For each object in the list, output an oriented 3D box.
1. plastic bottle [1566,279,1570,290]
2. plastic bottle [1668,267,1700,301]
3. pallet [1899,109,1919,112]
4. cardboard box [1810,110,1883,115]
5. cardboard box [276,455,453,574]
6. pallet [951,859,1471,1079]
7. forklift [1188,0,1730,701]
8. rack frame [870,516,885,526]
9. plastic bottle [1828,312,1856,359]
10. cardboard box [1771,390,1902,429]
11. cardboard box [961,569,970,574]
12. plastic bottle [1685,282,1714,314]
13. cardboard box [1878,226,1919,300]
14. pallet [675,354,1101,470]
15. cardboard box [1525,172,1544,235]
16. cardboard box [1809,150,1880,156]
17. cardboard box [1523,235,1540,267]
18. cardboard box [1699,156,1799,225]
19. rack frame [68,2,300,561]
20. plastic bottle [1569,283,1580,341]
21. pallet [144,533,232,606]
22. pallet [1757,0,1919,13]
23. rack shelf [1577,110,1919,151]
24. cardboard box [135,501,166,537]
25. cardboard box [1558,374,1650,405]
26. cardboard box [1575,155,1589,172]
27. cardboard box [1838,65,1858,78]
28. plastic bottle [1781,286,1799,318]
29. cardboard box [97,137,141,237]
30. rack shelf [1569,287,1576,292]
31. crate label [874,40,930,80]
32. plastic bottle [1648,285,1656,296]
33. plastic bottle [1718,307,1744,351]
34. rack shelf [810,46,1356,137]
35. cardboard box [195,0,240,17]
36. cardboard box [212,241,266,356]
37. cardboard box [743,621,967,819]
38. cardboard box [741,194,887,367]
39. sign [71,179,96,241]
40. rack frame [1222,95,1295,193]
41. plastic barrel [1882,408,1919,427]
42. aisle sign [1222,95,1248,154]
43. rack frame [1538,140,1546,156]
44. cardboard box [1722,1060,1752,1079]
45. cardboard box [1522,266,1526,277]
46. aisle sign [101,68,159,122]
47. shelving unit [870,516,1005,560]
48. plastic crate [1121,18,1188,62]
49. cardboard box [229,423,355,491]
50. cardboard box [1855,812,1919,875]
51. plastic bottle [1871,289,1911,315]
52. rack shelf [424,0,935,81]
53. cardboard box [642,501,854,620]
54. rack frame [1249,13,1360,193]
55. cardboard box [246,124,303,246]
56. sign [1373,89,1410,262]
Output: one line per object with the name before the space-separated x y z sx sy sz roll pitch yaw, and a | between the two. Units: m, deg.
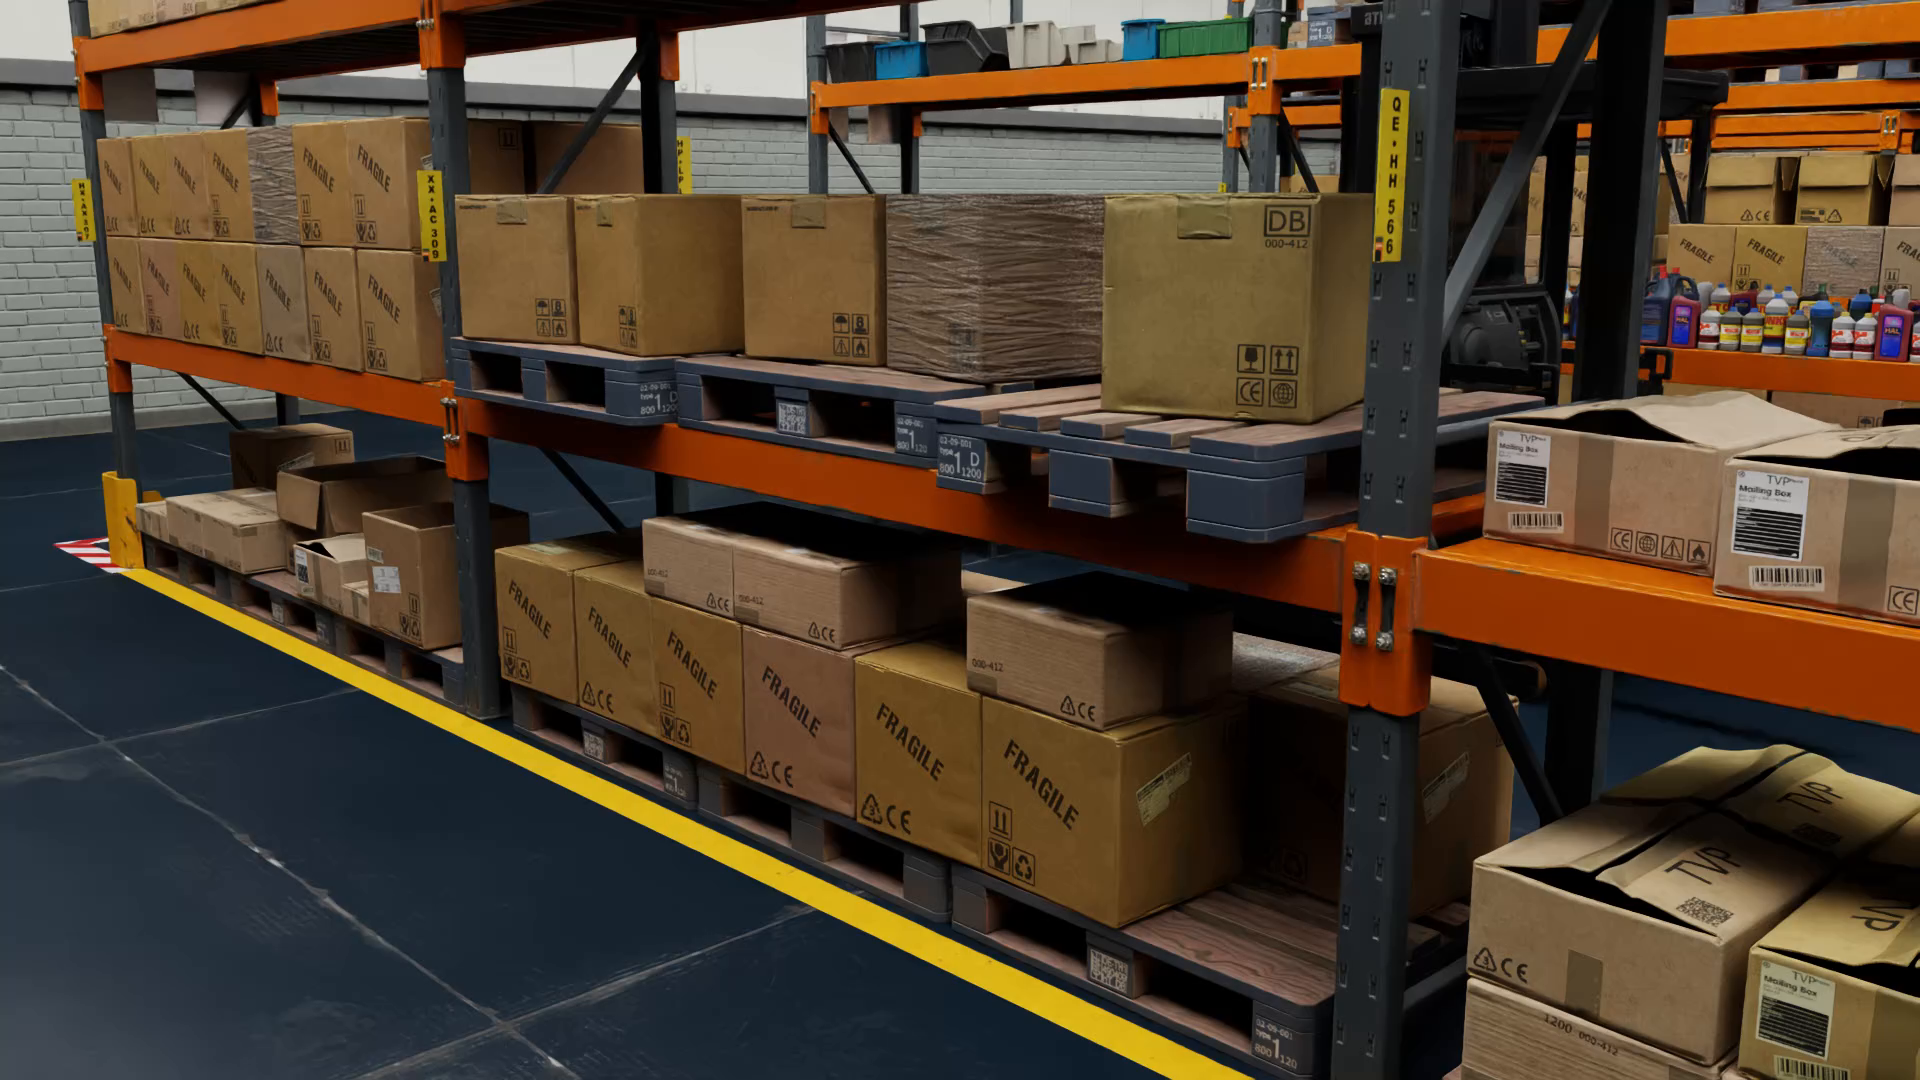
plastic bottle | 3.245 -1.306 9.125 0.152 0.276 0.135 -11 16 -43
plastic bottle | 3.661 -1.212 8.481 0.144 0.351 0.185 -11 16 -43
pallet | 9.635 -4.165 15.725 1.213 0.211 1.003 -11 16 -43
cardboard box | 8.751 -4.322 16.395 0.500 0.250 0.500 -10 16 -41
cardboard box | -2.840 -0.103 8.072 0.797 0.503 0.637 -11 16 -43
pallet | 0.735 0.999 4.539 1.003 0.211 1.213 -11 16 -43
forklift | 2.471 -0.899 7.011 1.130 2.935 3.031 -11 16 -42
rack frame | -0.356 -0.626 10.163 0.500 1.125 0.032 -11 16 -43
plastic bottle | 3.927 -0.912 7.396 0.097 0.201 0.097 0 12 0
cardboard box | 6.702 -1.160 12.334 0.875 0.875 1.225 11 16 43
cardboard box | -0.310 0.351 5.878 0.500 0.500 0.500 -11 16 -42
plastic bottle | 3.785 -1.192 8.571 0.152 0.276 0.135 -11 16 -43
cardboard box | 6.819 -1.942 11.657 0.500 0.500 0.500 -10 16 -41
pallet | -0.123 -0.442 5.097 1.003 0.211 1.213 -11 16 -43
cardboard box | 4.774 -2.759 13.647 0.500 0.500 0.500 -11 16 -42
cardboard box | 8.765 -3.608 16.527 0.500 0.500 0.500 11 16 43
cardboard box | 4.774 -2.391 13.720 0.500 0.250 0.500 -10 15 -41
cardboard box | 6.075 -2.664 12.676 0.637 0.503 0.797 11 16 44
rack frame | -4.302 -1.420 9.370 1.000 3.000 0.127 -11 16 -43
plastic bottle | 3.131 -1.160 8.230 0.144 0.351 0.185 -11 16 -43
pallet | -3.698 0.073 9.034 1.003 0.211 1.213 -11 16 -43
pallet | 4.351 -2.444 7.375 1.003 0.211 1.213 -11 16 -43
rack shelf | 7.904 -4.301 17.705 1.077 0.370 4.000 -11 16 -43
cardboard box | -4.261 -0.130 9.085 0.380 0.149 0.250 -11 16 -43
cardboard box | 5.230 -1.489 13.928 0.875 0.875 0.875 -11 16 -43
cardboard box | 6.994 -3.985 18.360 0.500 0.500 0.500 -10 15 -41
cardboard box | 8.783 -4.565 16.335 0.500 0.250 0.500 11 16 42
plastic bottle | 4.112 -1.129 8.276 0.097 0.271 0.097 0 12 0
cardboard box | -4.186 -1.857 8.767 0.500 0.500 0.500 -10 15 -41
rack shelf | 4.247 -2.156 14.724 1.077 0.370 4.000 -11 16 -43
crate label | -0.313 -3.326 11.558 0.408 0.251 0.502 -11 16 -43
plastic bottle | 3.408 -1.099 8.099 0.061 0.283 0.133 -11 16 -43
plastic bottle | 3.591 -0.983 7.740 0.097 0.201 0.097 0 12 0
rack shelf | 0.665 -2.935 11.071 1.077 0.370 4.000 -11 16 -43
cardboard box | -3.098 -2.486 7.481 0.500 0.250 0.500 -11 16 -43
cardboard box | -3.137 -1.146 7.793 0.500 0.500 0.500 -11 16 -42
cardboard box | -0.317 0.501 5.149 0.500 0.500 0.500 11 16 43
cardboard box | -0.275 -0.842 5.275 0.500 0.500 0.700 7 14 31
sign | -4.694 -1.768 8.916 0.100 0.325 0.005 -11 16 -43
rack frame | 2.866 -2.800 16.068 1.000 3.000 0.127 -11 16 -43
plastic barrel | 4.458 -0.154 7.563 0.600 0.830 0.708 -11 16 -43
aisle sign | 2.599 -4.042 15.654 0.394 0.787 0.004 -11 16 -43
rack frame | 6.523 -3.476 19.351 1.000 3.000 0.127 -11 16 -43
cardboard box | 1.720 1.079 3.013 0.500 0.250 0.500 11 16 44
cardboard box | 4.648 -2.205 13.801 0.380 0.149 0.250 -11 16 -42
aisle sign | -4.561 -2.662 8.958 0.394 0.787 0.004 -11 16 -43
shelving unit | -0.005 -0.552 9.803 0.538 1.125 1.048 -11 16 -43
plastic crate | 1.186 -3.002 10.028 0.416 0.233 0.300 -11 16 -43
cardboard box | -3.748 -0.366 9.360 0.500 0.500 0.500 -11 16 -43
cardboard box | 2.127 0.731 3.314 0.500 0.311 0.500 -11 16 -43
plastic bottle | 4.424 -1.057 7.917 0.152 0.276 0.135 -11 16 -43
rack shelf | -0.158 -1.661 4.890 1.077 0.370 4.000 -11 16 -43
cardboard box | -0.691 0.056 5.453 0.500 0.250 0.500 -11 16 -42
rack frame | 2.046 -1.526 9.885 1.000 3.000 0.127 -11 16 -43
cardboard box | -2.779 -1.561 7.327 0.500 0.500 0.500 -11 16 -42
sign | 0.837 -0.704 3.221 0.100 0.325 0.005 -11 16 -43
